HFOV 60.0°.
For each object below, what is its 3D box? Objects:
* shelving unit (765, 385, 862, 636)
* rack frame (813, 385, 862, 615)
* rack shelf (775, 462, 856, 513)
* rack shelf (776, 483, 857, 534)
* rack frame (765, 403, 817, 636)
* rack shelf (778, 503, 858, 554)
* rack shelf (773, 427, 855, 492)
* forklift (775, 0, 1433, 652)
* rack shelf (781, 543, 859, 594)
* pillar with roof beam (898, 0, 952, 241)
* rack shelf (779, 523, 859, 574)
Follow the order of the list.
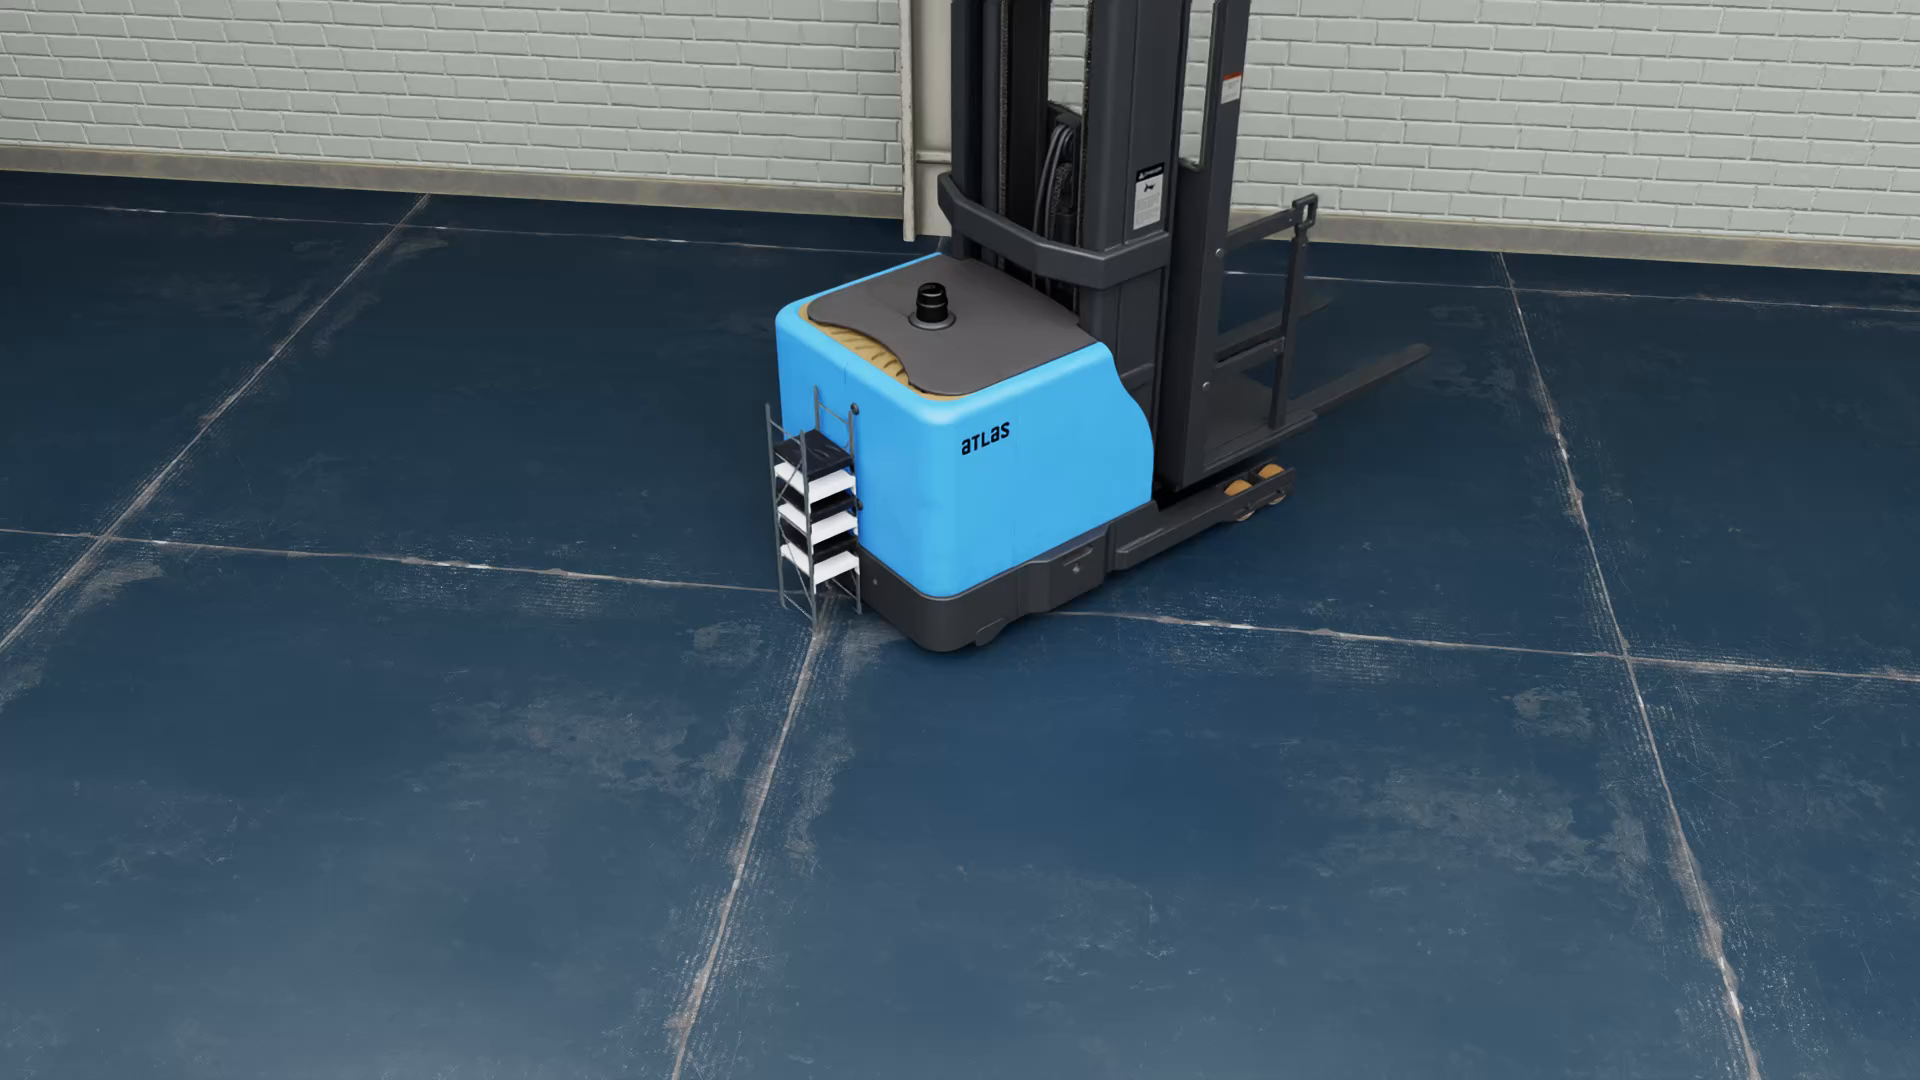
[{"bbox_3d":[-0.532,-0.098,6.113,0.210,0.900,0.258,-24,42,-30],"label":"shelving unit"},{"bbox_3d":[-0.452,-0.135,6.164,0.006,0.900,0.240,-24,42,-30],"label":"rack frame"},{"bbox_3d":[-0.532,-0.218,6.028,0.200,0.077,0.258,-24,42,-30],"label":"rack shelf"},{"bbox_3d":[-0.532,-0.144,6.080,0.200,0.077,0.258,-24,42,-30],"label":"rack shelf"},{"bbox_3d":[-0.612,-0.062,6.062,0.006,0.900,0.240,-24,42,-30],"label":"rack frame"},{"bbox_3d":[-0.532,-0.071,6.132,0.200,0.077,0.258,-24,42,-30],"label":"rack shelf"},{"bbox_3d":[-0.532,-0.291,5.975,0.200,0.077,0.258,-24,42,-30],"label":"rack shelf"},{"bbox_3d":[0.772,-1.489,6.313,3.031,2.935,1.130,-25,42,-31],"label":"forklift"},{"bbox_3d":[-0.532,0.075,6.237,0.200,0.077,0.258,-24,42,-30],"label":"rack shelf"},{"bbox_3d":[-0.639,-2.880,3.039,0.400,9.000,9.100,4,36,6],"label":"pillar with roof beam"},{"bbox_3d":[-0.532,0.002,6.185,0.200,0.077,0.258,-24,42,-30],"label":"rack shelf"}]
